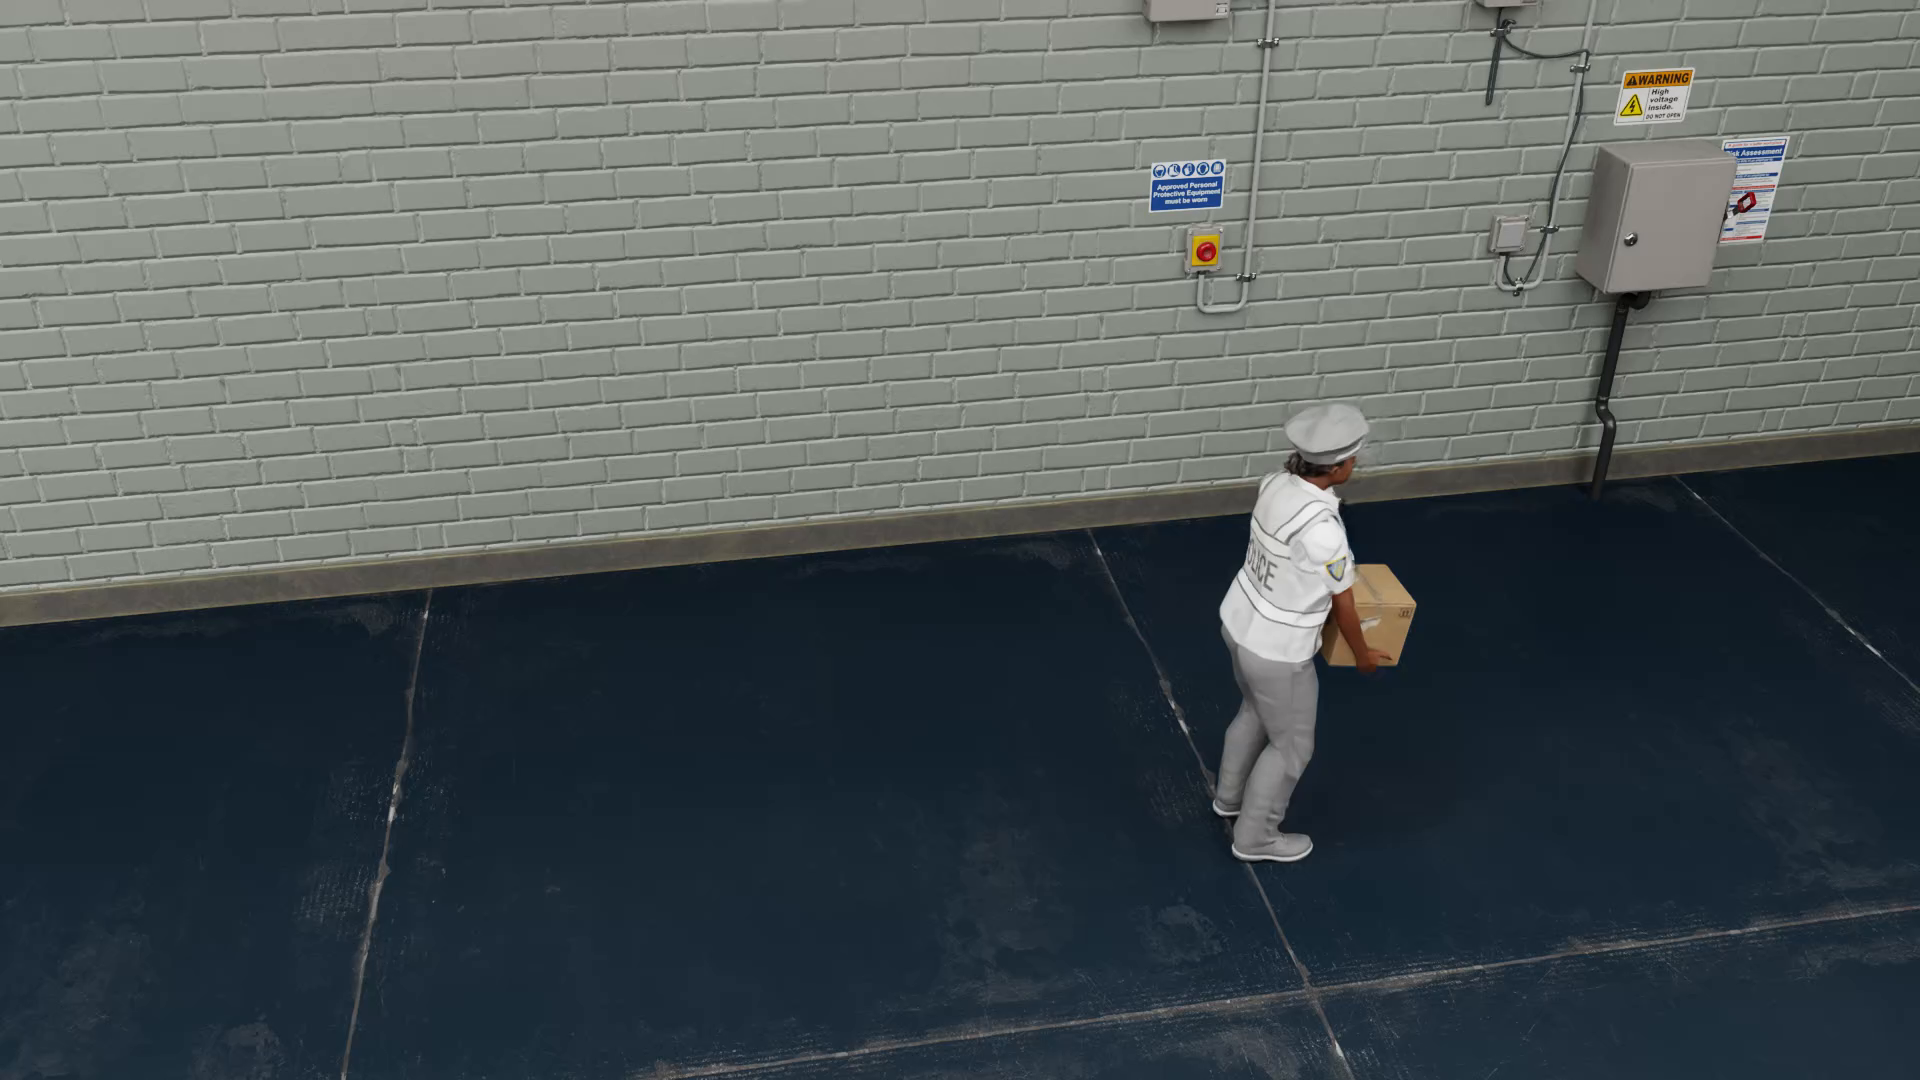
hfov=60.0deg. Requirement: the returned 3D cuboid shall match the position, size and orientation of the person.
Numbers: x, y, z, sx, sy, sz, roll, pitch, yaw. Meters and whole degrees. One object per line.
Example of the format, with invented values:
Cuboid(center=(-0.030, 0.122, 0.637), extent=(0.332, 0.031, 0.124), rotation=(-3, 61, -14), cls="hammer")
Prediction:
Cuboid(center=(1.146, 0.325, 5.596), extent=(0.543, 1.664, 0.416), rotation=(-6, 31, -10), cls="person")
